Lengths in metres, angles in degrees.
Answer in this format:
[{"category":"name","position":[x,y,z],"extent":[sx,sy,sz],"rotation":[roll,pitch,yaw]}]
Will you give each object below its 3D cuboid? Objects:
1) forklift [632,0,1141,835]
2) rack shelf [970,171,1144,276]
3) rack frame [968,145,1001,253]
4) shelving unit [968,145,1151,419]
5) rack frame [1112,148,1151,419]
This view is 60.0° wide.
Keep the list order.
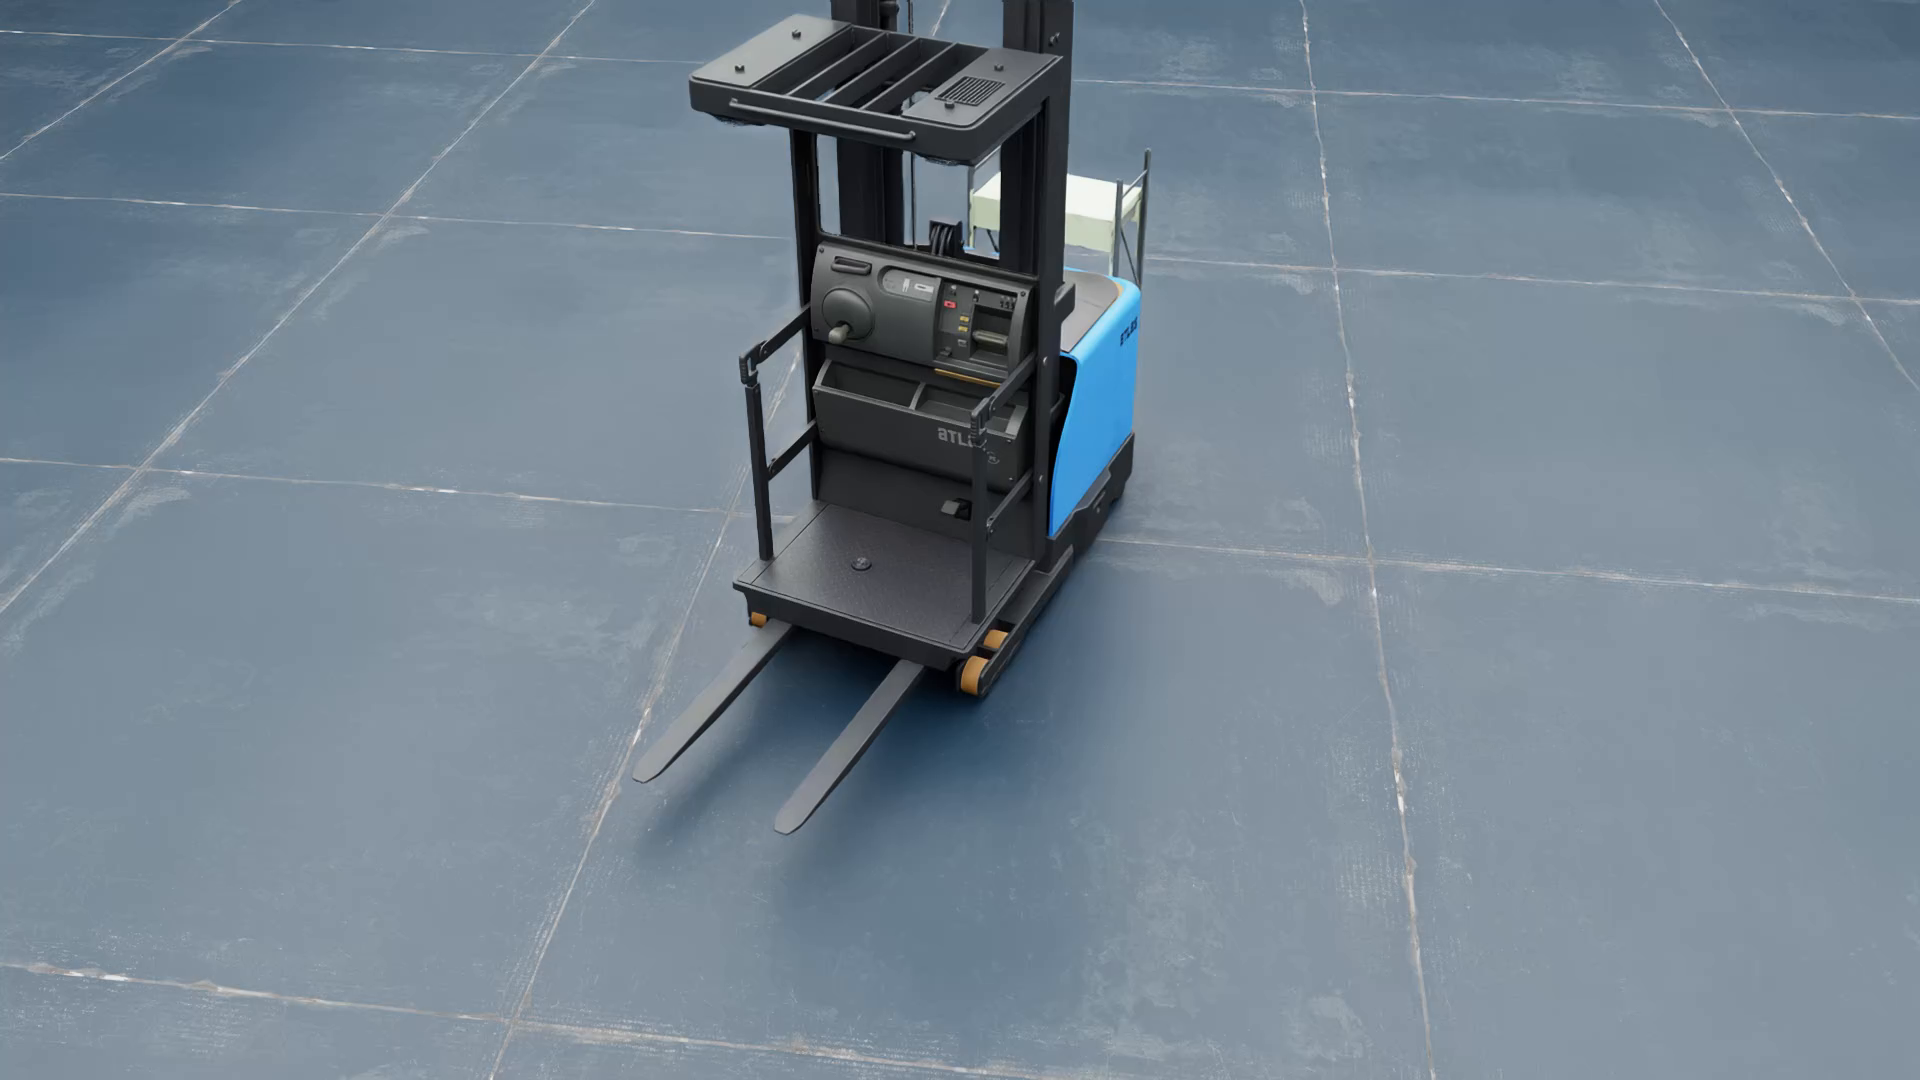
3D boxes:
[{"category":"forklift","position":[-0.257,-0.842,6.407],"extent":[1.130,2.935,3.031],"rotation":[16,38,21]},{"category":"rack shelf","position":[0.462,-1.507,7.899],"extent":[0.720,0.370,0.431],"rotation":[15,38,20]},{"category":"rack frame","position":[0.131,-1.280,8.252],"extent":[0.023,1.500,0.400],"rotation":[15,38,20]},{"category":"shelving unit","position":[0.462,-1.189,8.125],"extent":[0.755,1.500,0.431],"rotation":[15,38,20]},{"category":"rack frame","position":[0.793,-1.099,7.999],"extent":[0.023,1.500,0.400],"rotation":[15,38,20]}]
